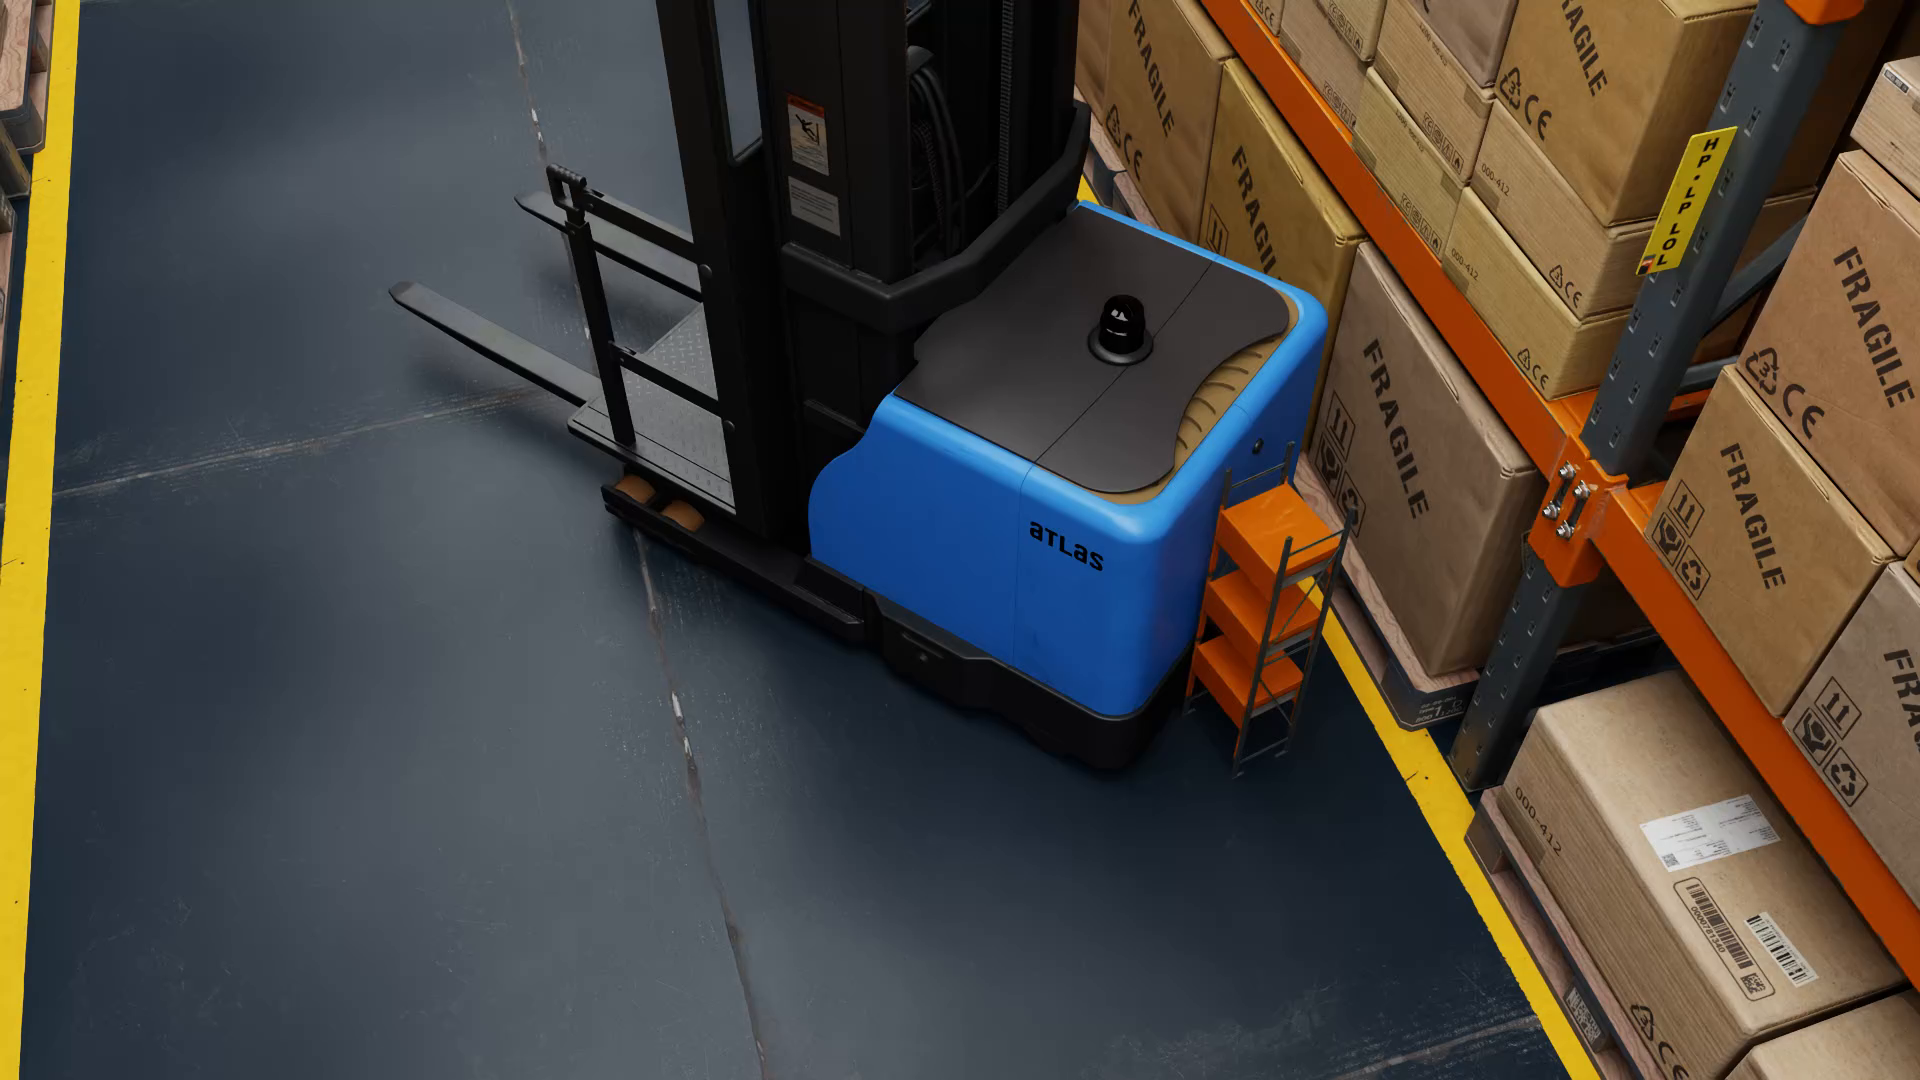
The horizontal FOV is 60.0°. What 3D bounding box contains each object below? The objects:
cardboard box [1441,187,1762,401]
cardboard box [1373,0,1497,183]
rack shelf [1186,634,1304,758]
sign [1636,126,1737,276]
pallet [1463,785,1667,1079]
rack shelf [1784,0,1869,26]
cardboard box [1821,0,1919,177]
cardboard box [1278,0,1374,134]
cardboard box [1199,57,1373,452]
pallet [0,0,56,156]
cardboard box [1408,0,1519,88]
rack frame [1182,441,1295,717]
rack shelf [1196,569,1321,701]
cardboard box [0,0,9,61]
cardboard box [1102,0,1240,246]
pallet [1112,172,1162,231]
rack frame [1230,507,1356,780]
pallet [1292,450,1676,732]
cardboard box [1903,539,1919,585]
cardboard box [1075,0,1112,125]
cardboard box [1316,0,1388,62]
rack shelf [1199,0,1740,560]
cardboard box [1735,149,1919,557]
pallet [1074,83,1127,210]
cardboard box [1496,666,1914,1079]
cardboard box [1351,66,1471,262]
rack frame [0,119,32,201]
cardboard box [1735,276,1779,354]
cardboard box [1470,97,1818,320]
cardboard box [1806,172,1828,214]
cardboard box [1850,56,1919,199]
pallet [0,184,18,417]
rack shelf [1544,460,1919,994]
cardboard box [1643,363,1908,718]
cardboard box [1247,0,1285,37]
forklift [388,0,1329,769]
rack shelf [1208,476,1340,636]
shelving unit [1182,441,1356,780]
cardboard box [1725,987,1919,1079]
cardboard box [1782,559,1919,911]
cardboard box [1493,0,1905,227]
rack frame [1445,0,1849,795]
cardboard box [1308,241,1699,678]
[{"bbox_3d":[1.502,-0.634,3.921,0.500,0.250,0.500,-14,51,-12],"label":"cardboard box"},{"bbox_3d":[1.358,-1.155,4.033,0.500,0.250,0.500,-12,51,-10],"label":"cardboard box"},{"bbox_3d":[0.790,0.403,4.601,0.215,0.259,0.240,-23,54,-18],"label":"rack shelf"},{"bbox_3d":[1.360,-0.630,3.114,0.100,0.325,0.005,-13,51,-11],"label":"sign"},{"bbox_3d":[2.025,1.060,4.218,1.003,0.211,1.213,-13,51,-11],"label":"pallet"},{"bbox_3d":[2.467,0.314,1.532,1.077,0.370,4.000,-13,51,-11],"label":"rack shelf"},{"bbox_3d":[2.020,-1.153,3.541,0.500,0.500,0.500,-13,51,-11],"label":"cardboard box"},{"bbox_3d":[1.221,-1.379,4.549,0.500,0.250,0.500,-15,51,-12],"label":"cardboard box"},{"bbox_3d":[1.341,-0.955,5.208,0.875,0.875,0.875,-12,51,-10],"label":"cardboard box"},{"bbox_3d":[-4.254,-1.920,6.730,1.003,0.211,1.213,-13,51,-11],"label":"pallet"},{"bbox_3d":[1.343,-1.412,3.759,0.500,0.500,0.500,-12,51,-10],"label":"cardboard box"},{"bbox_3d":[0.731,0.135,4.449,0.200,1.050,0.008,-23,54,-18],"label":"rack frame"},{"bbox_3d":[0.790,0.224,4.389,0.215,0.259,0.240,-23,54,-18],"label":"rack shelf"},{"bbox_3d":[-4.220,-2.037,6.284,0.875,0.625,0.625,-12,51,-10],"label":"cardboard box"},{"bbox_3d":[1.077,-1.608,5.759,0.875,0.875,0.875,-13,51,-11],"label":"cardboard box"},{"bbox_3d":[1.211,-0.952,5.915,1.003,0.211,1.213,-13,51,-11],"label":"pallet"},{"bbox_3d":[0.849,0.298,4.312,0.200,1.050,0.008,-23,54,-18],"label":"rack frame"},{"bbox_3d":[1.575,-0.060,5.162,1.003,0.211,1.213,-13,51,-11],"label":"pallet"},{"bbox_3d":[1.928,0.006,2.563,0.500,0.500,0.500,-14,51,-11],"label":"cardboard box"},{"bbox_3d":[0.817,-2.261,6.309,0.875,0.875,0.875,-14,51,-11],"label":"cardboard box"},{"bbox_3d":[1.199,-1.532,4.351,0.500,0.250,0.500,-12,51,-10],"label":"cardboard box"},{"bbox_3d":[1.284,-1.641,5.142,1.077,0.370,4.000,-13,51,-11],"label":"rack shelf"},{"bbox_3d":[1.785,-0.364,2.876,0.500,0.500,0.500,-13,51,-11],"label":"cardboard box"},{"bbox_3d":[0.853,-1.842,6.665,1.003,0.211,1.213,-13,51,-11],"label":"pallet"},{"bbox_3d":[1.958,0.761,4.047,0.875,0.438,0.875,-14,51,-12],"label":"cardboard box"},{"bbox_3d":[1.352,-1.007,4.235,0.500,0.250,0.500,-14,51,-11],"label":"cardboard box"},{"bbox_3d":[-4.048,-2.208,5.150,1.000,3.000,0.127,-13,51,-11],"label":"rack frame"},{"bbox_3d":[1.997,-0.745,4.014,0.500,0.250,0.500,-14,51,-12],"label":"cardboard box"},{"bbox_3d":[1.513,-0.792,3.727,0.500,0.250,0.500,-13,51,-11],"label":"cardboard box"},{"bbox_3d":[2.015,-0.910,3.826,0.500,0.250,0.500,-15,51,-12],"label":"cardboard box"},{"bbox_3d":[1.721,-0.686,2.723,0.380,0.149,0.250,-14,51,-12],"label":"cardboard box"},{"bbox_3d":[-3.864,-0.756,5.749,1.003,0.211,1.213,-13,51,-11],"label":"pallet"},{"bbox_3d":[2.467,1.281,2.679,1.077,0.370,4.000,-13,51,-11],"label":"rack shelf"},{"bbox_3d":[1.764,-0.042,3.258,0.500,0.500,0.500,-12,51,-10],"label":"cardboard box"},{"bbox_3d":[1.064,-1.756,4.866,0.500,0.250,0.500,-13,51,-11],"label":"cardboard box"},{"bbox_3d":[-0.515,-1.213,4.355,3.031,2.935,1.130,27,55,21],"label":"forklift"},{"bbox_3d":[0.790,0.041,4.172,0.215,0.259,0.240,-23,54,-18],"label":"rack shelf"},{"bbox_3d":[0.790,0.217,4.381,0.215,1.050,0.252,-23,54,-18],"label":"shelving unit"},{"bbox_3d":[2.224,1.415,3.496,0.875,0.438,0.875,-15,51,-12],"label":"cardboard box"},{"bbox_3d":[1.909,0.326,2.948,0.500,0.500,0.500,-13,51,-11],"label":"cardboard box"},{"bbox_3d":[1.503,-1.036,3.442,0.500,0.500,0.500,-12,51,-10],"label":"cardboard box"},{"bbox_3d":[1.875,-0.412,3.635,1.000,3.000,0.127,-13,51,-11],"label":"rack frame"},{"bbox_3d":[1.615,-0.297,4.654,0.875,0.875,0.875,-12,51,-10],"label":"cardboard box"}]
